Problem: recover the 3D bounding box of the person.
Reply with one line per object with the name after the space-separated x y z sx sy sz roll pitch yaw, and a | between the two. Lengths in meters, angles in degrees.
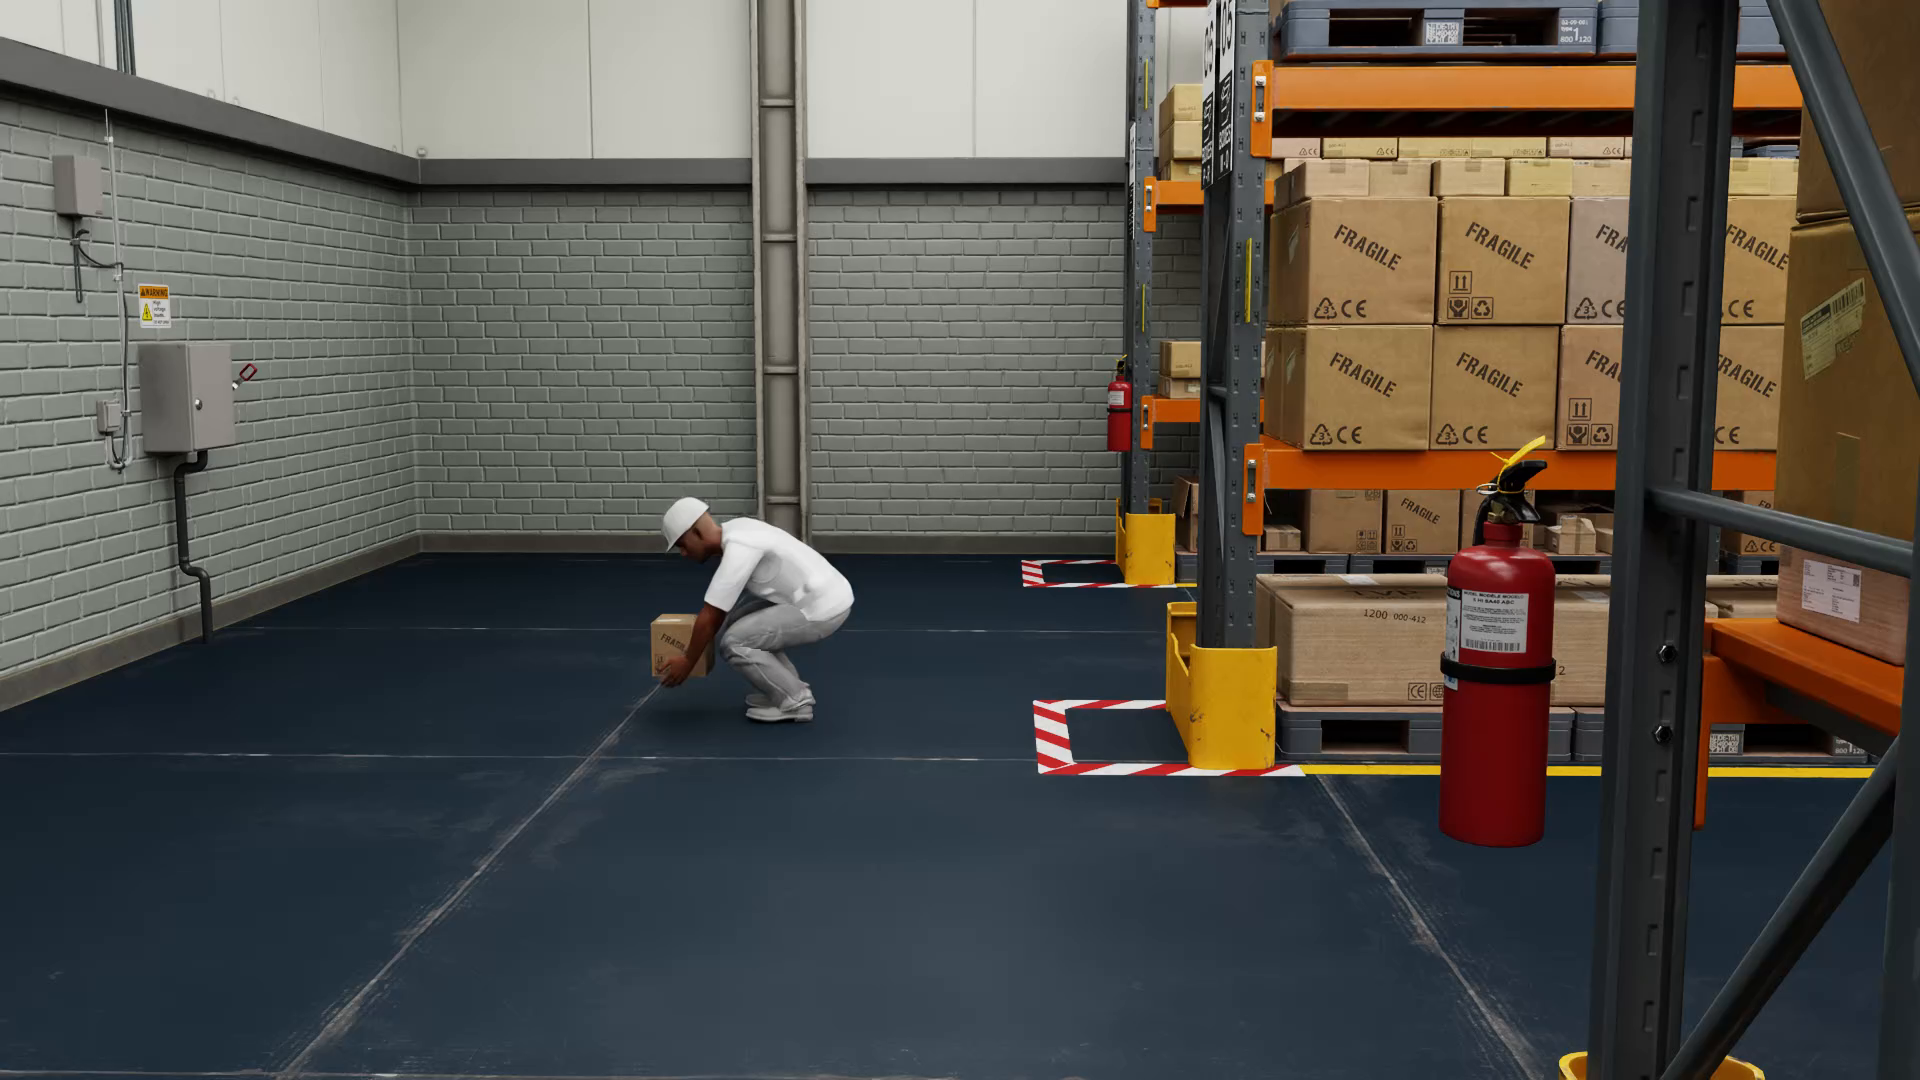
-0.938 0.313 7.669 0.890 1.028 0.583 0 7 1 | person
